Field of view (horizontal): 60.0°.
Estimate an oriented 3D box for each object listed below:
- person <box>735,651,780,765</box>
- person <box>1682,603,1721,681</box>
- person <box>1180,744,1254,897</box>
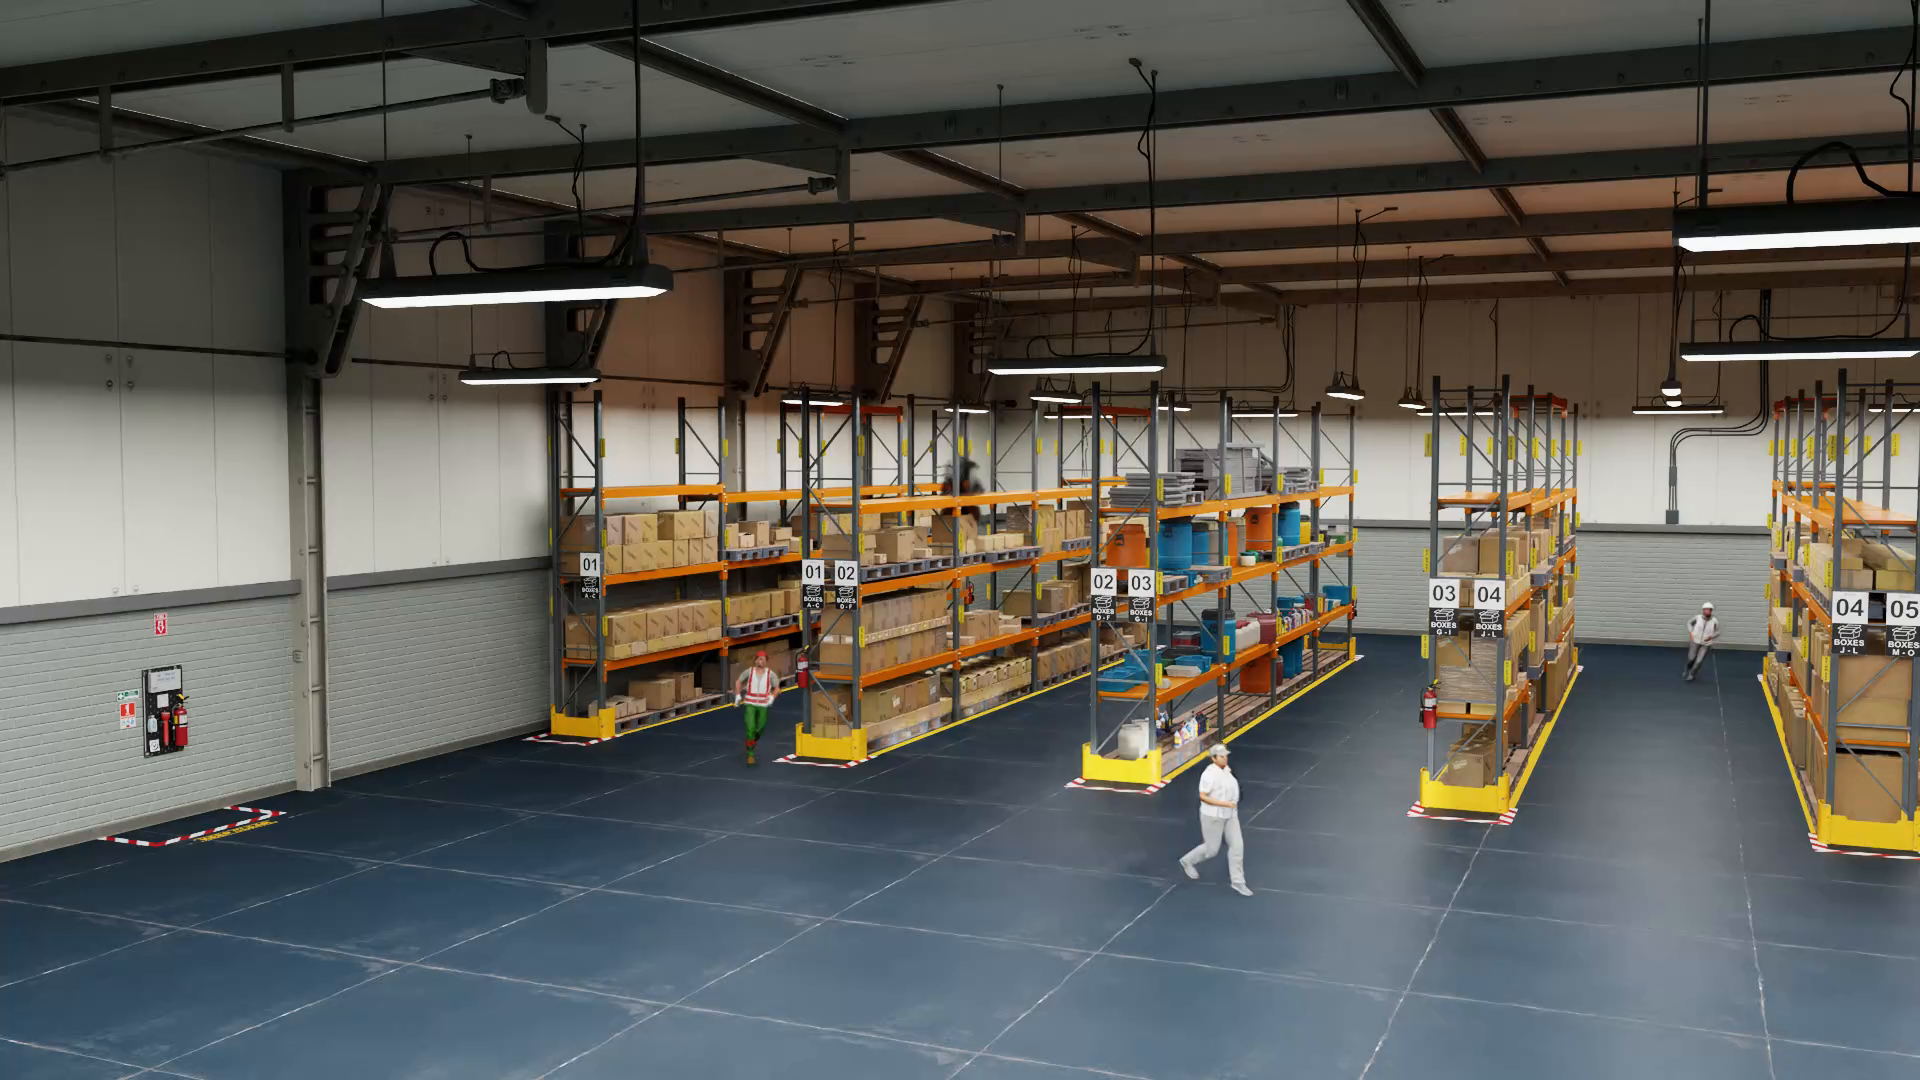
[{"bbox_3d":[-3.244,2.663,26.629,0.722,1.763,0.781,0,3,-9],"label":"person"},{"bbox_3d":[15.859,2.188,35.567,0.738,1.706,0.568,1,3,25],"label":"person"},{"bbox_3d":[2.917,3.143,18.806,0.619,1.666,0.931,-3,4,-43],"label":"person"}]
